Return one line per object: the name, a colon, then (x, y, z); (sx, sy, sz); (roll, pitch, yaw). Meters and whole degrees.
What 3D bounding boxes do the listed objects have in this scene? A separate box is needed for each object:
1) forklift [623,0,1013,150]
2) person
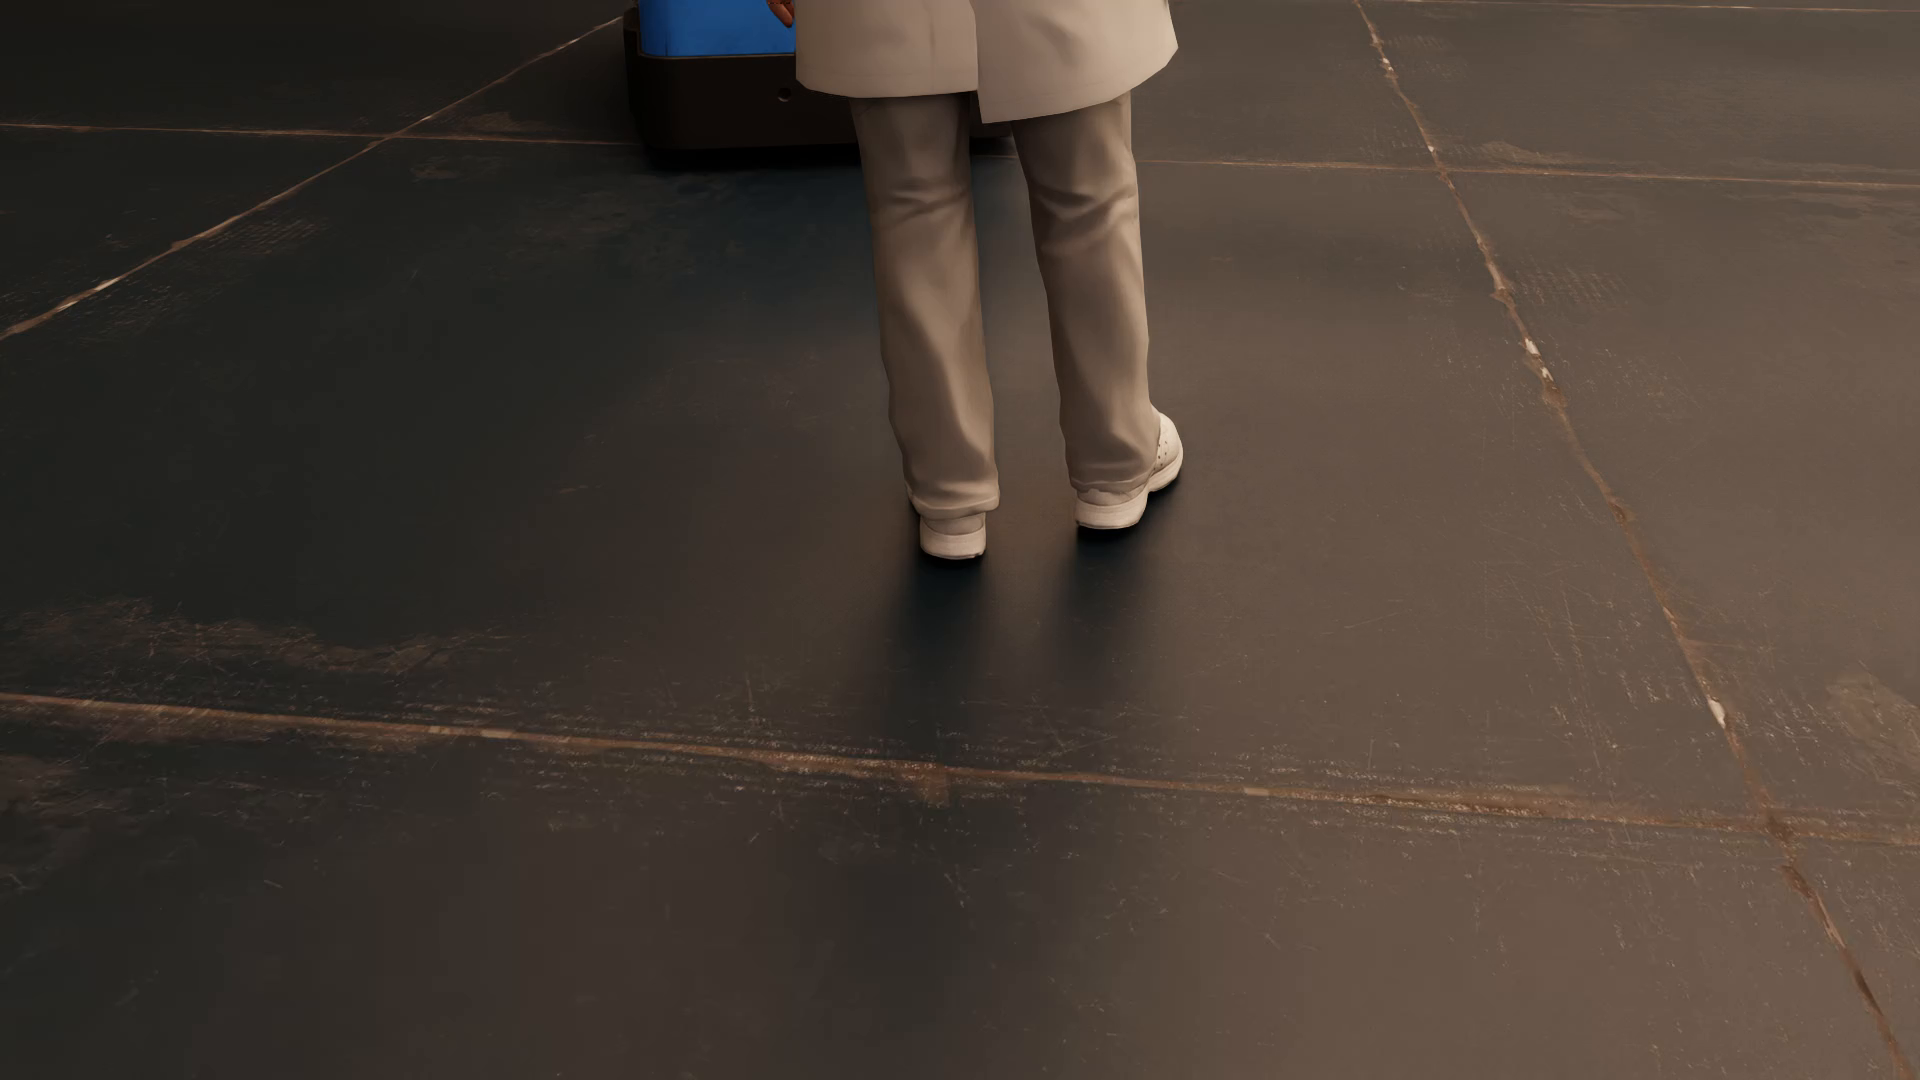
forklift: (-0.577, -2.978, 5.187); (1.130, 2.935, 3.031); (-4, 27, -9)
person: (0.016, -0.842, 2.181); (0.696, 1.778, 0.578); (3, 27, 7)
